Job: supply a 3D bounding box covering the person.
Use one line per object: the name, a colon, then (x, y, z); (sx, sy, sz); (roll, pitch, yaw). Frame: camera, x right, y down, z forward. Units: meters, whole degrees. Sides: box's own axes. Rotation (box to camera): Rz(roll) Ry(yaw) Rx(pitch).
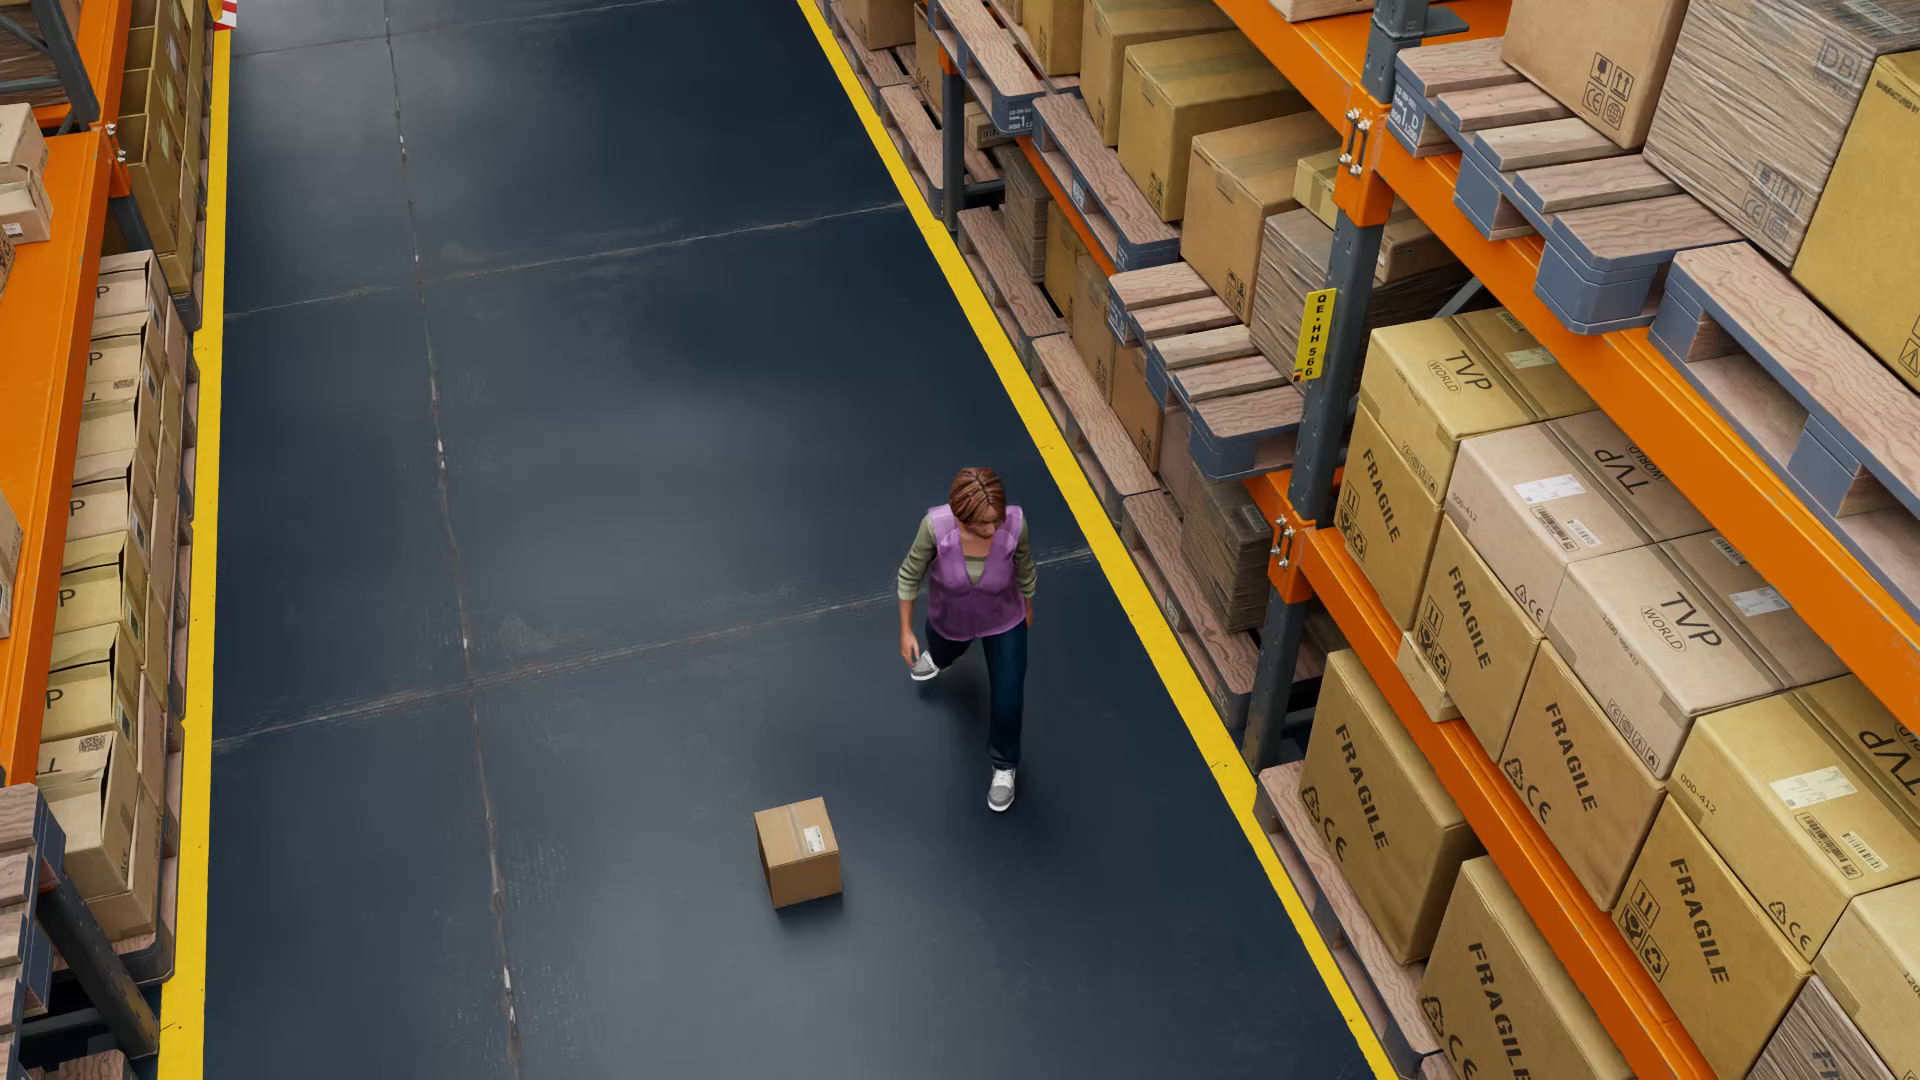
person: (0.031, 0.192, 5.986); (0.485, 1.539, 0.788); (3, 43, 3)
